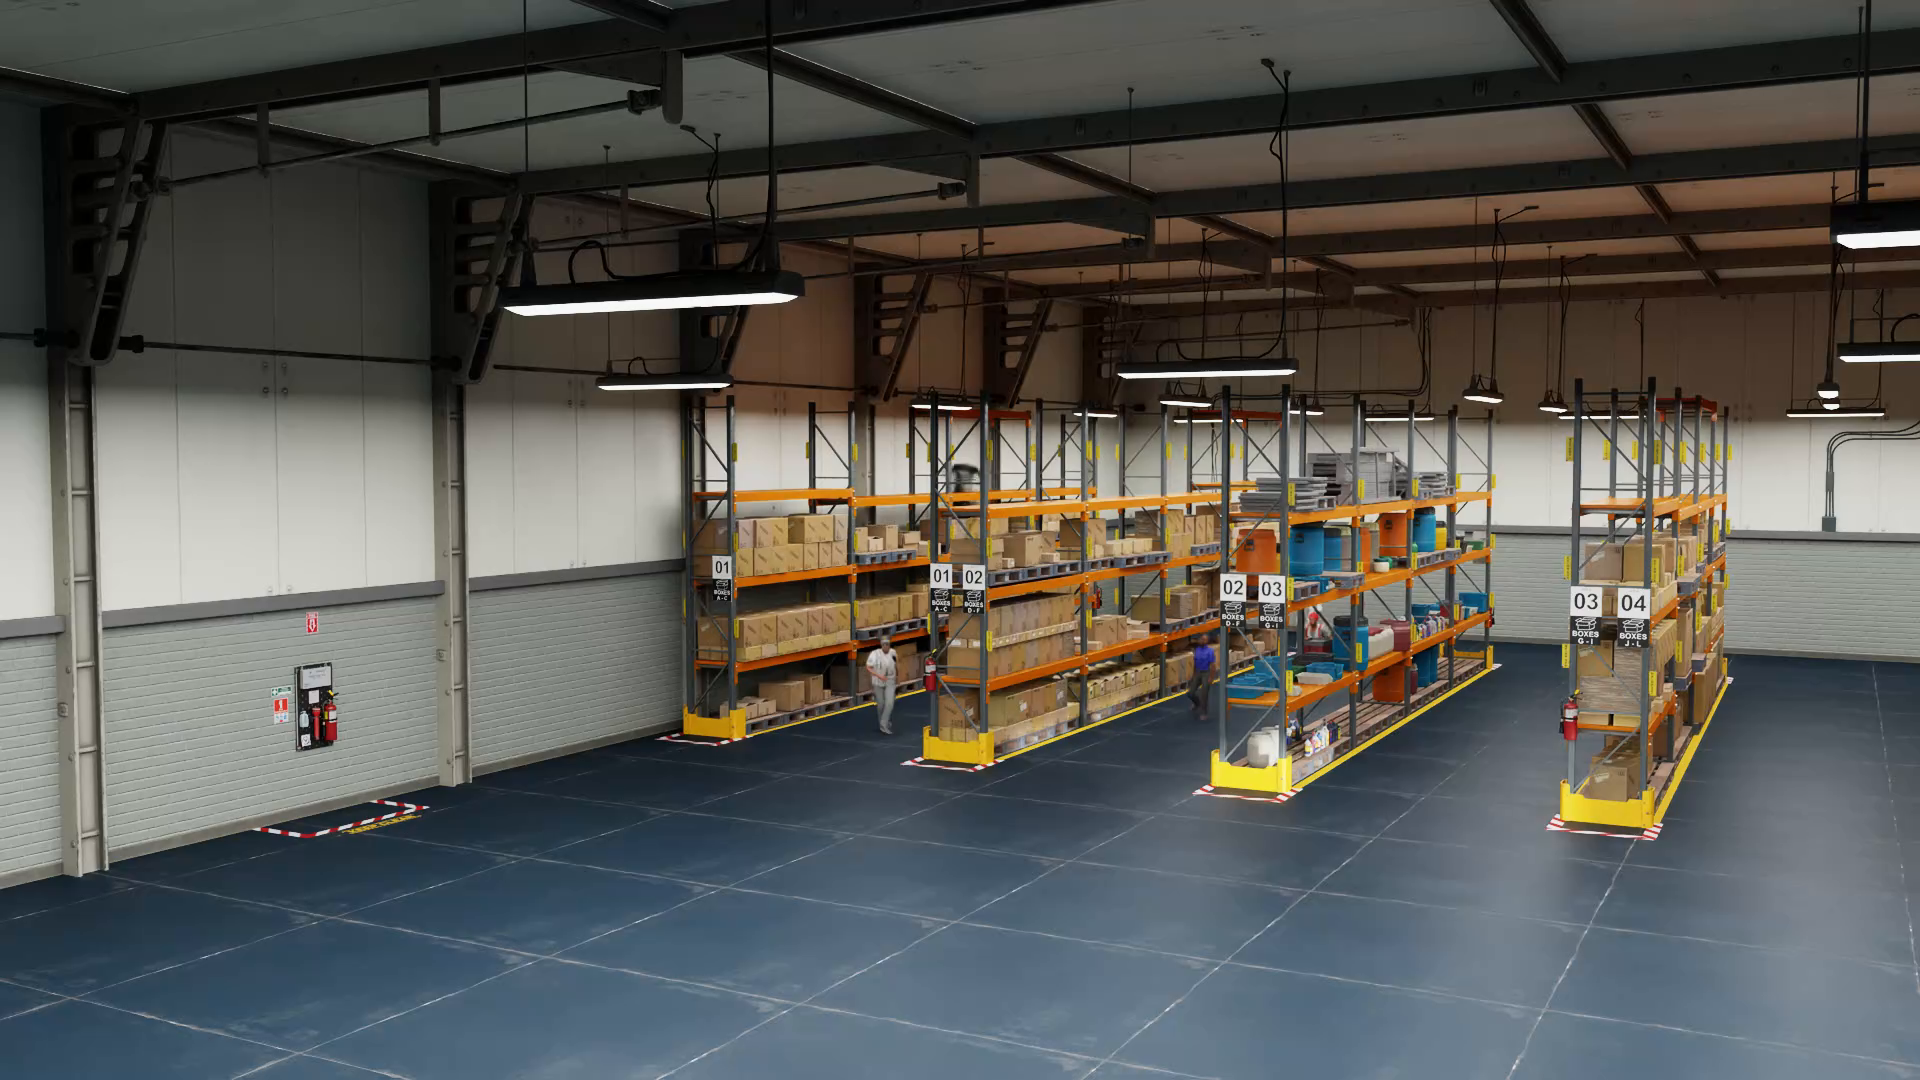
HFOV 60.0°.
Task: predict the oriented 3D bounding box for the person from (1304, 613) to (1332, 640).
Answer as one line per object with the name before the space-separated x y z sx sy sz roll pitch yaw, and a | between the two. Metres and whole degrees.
person | 7.400 2.342 34.403 0.641 1.716 0.751 2 3 29

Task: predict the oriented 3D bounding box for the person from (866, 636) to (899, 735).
person | -1.394 2.570 29.829 0.635 1.754 0.830 -1 3 -12

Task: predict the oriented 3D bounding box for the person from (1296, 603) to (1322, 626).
person | 8.695 1.889 41.615 0.735 1.773 1.114 1 3 12

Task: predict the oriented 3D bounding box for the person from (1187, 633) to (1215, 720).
person | 4.537 2.600 31.211 0.712 1.528 0.504 3 4 41
